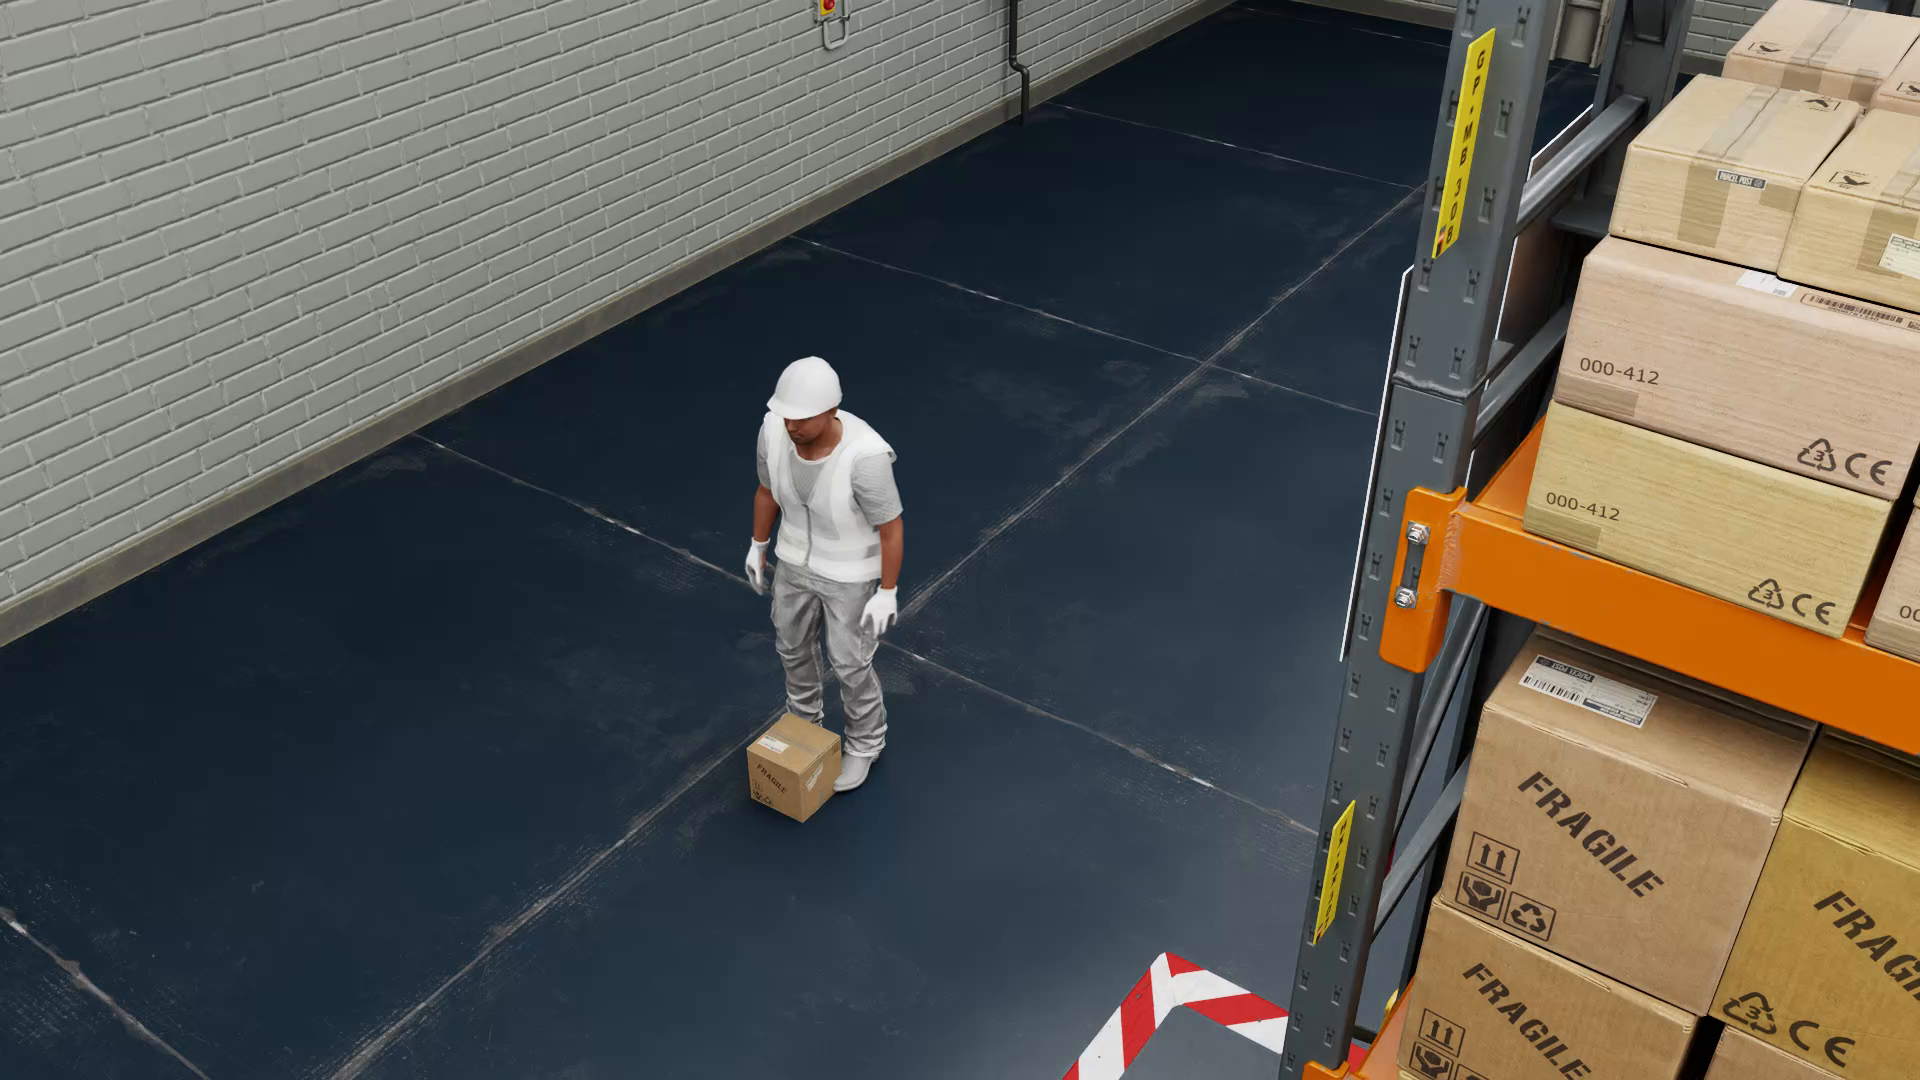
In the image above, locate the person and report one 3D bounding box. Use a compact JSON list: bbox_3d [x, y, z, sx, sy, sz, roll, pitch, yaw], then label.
[{"bbox_3d":[-0.484,0.114,5.964,0.632,1.776,0.444,20,39,26],"label":"person"}]
